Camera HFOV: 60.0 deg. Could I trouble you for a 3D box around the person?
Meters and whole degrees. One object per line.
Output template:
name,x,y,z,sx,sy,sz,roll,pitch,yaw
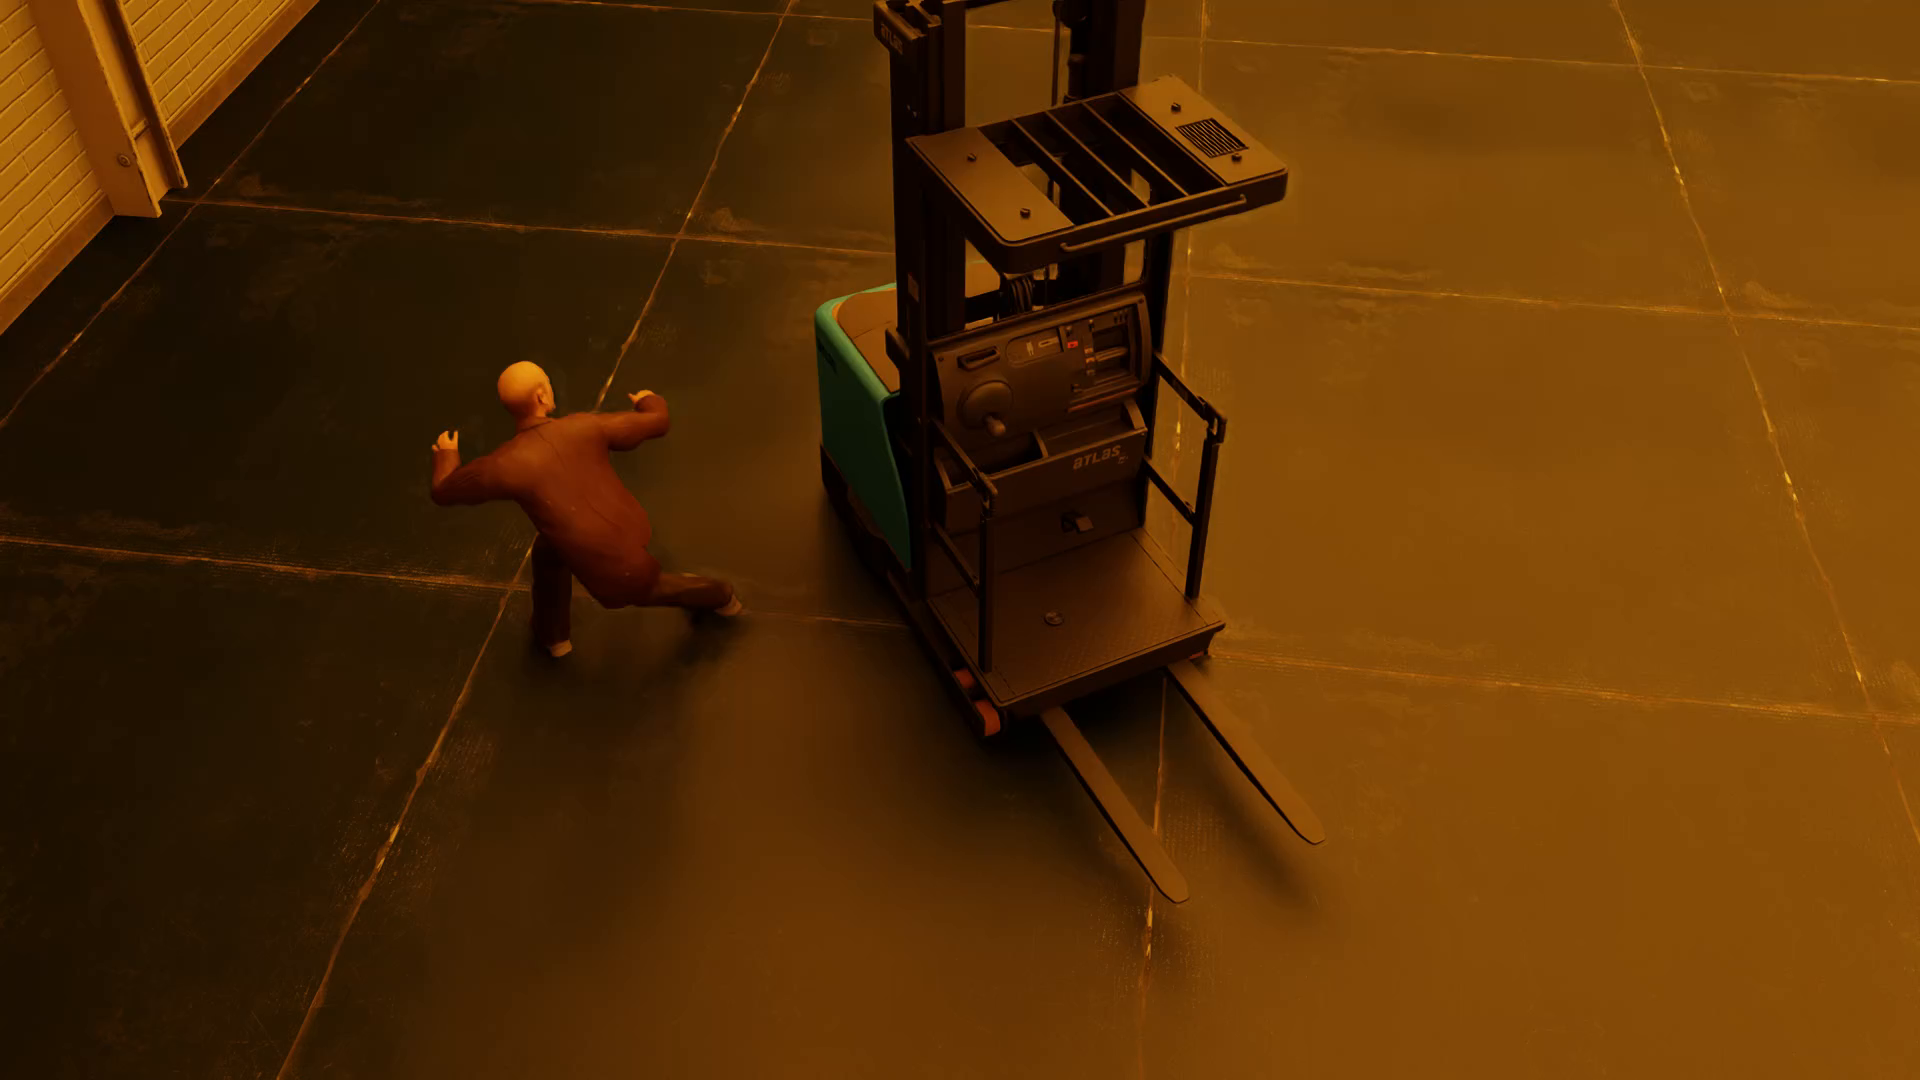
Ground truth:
person,-1.597,-0.162,6.944,1.096,1.553,1.020,19,46,20

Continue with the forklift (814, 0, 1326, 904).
forklift,0.429,-0.598,6.375,1.130,2.935,3.031,-18,46,-19
